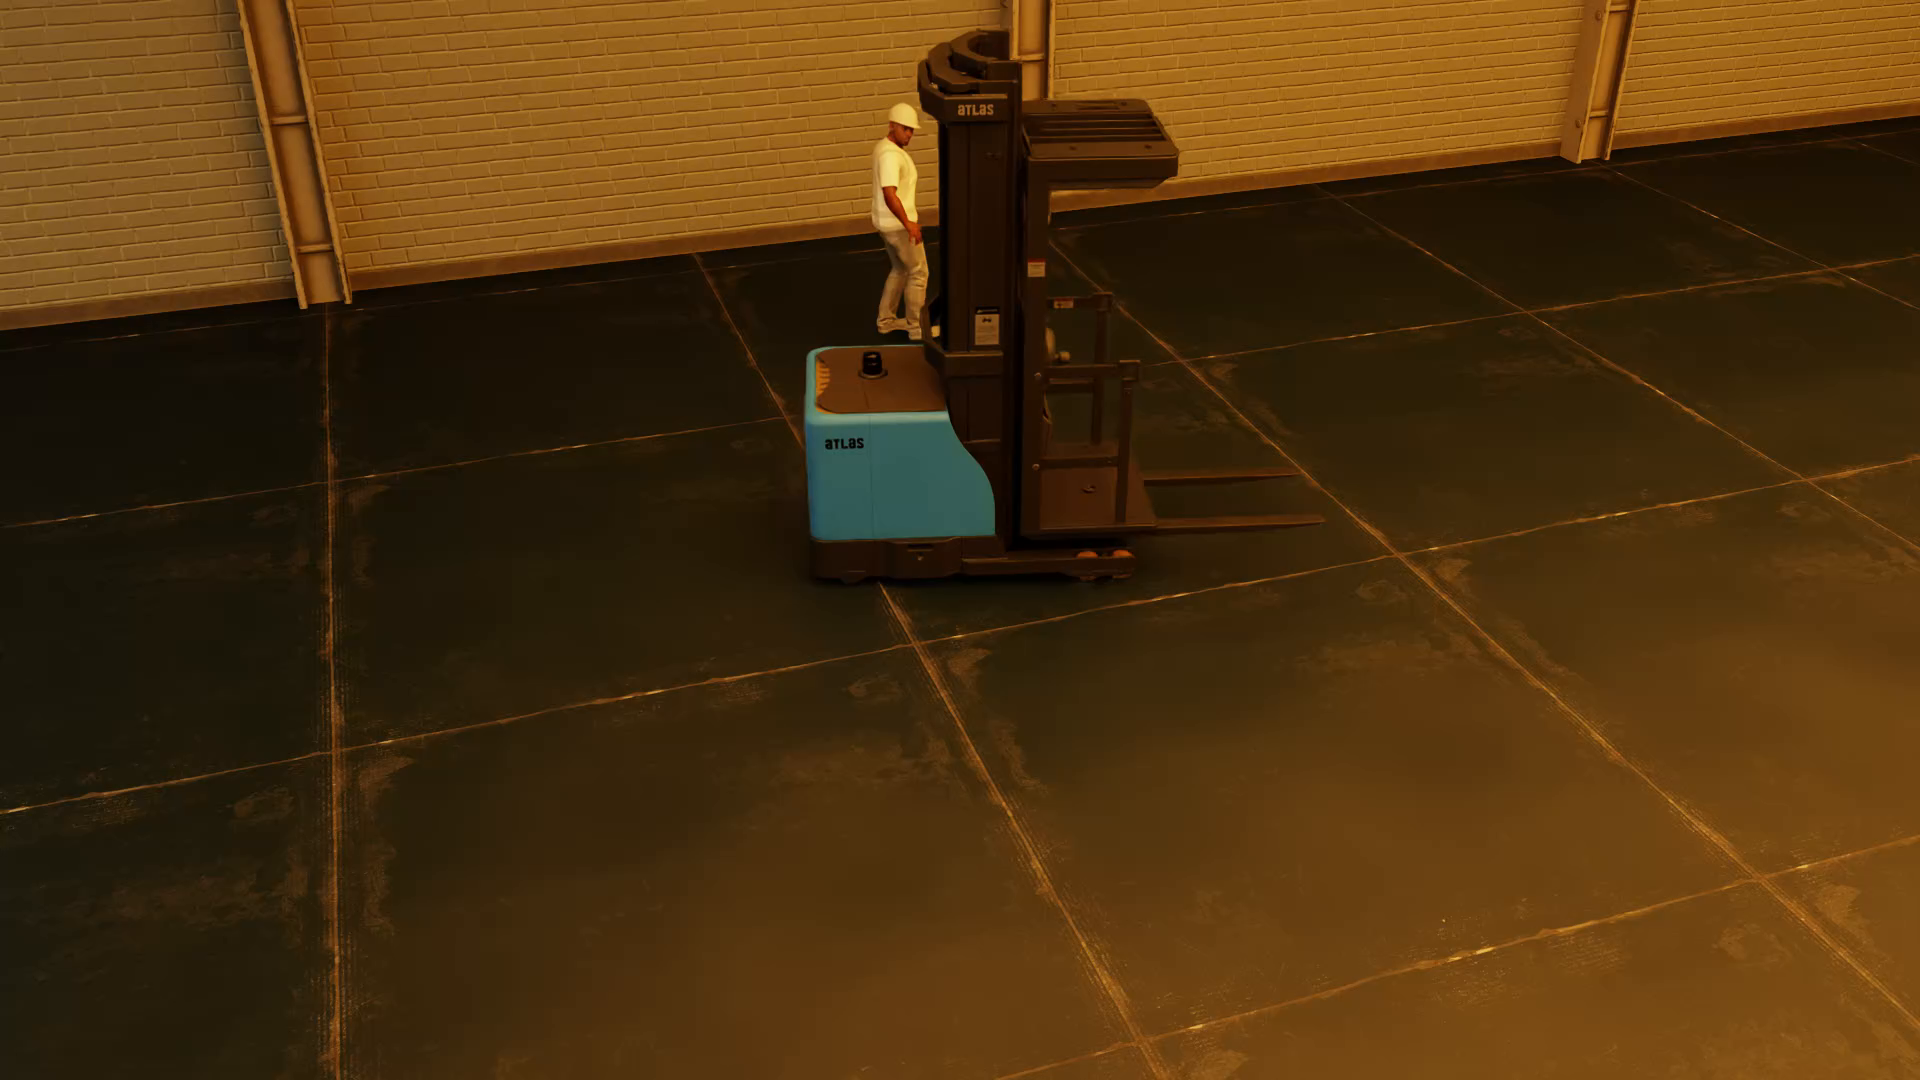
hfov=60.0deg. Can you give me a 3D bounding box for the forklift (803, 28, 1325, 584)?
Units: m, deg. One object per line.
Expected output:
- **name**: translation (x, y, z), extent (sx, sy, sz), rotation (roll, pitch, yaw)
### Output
- **forklift**: translation (0.614, -1.299, 9.345), extent (3.031, 2.935, 1.130), rotation (-2, 30, -3)

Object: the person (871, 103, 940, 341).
- **person**: translation (-0.403, -2.376, 12.409), extent (0.523, 1.743, 0.794), rotation (-9, 31, -15)
